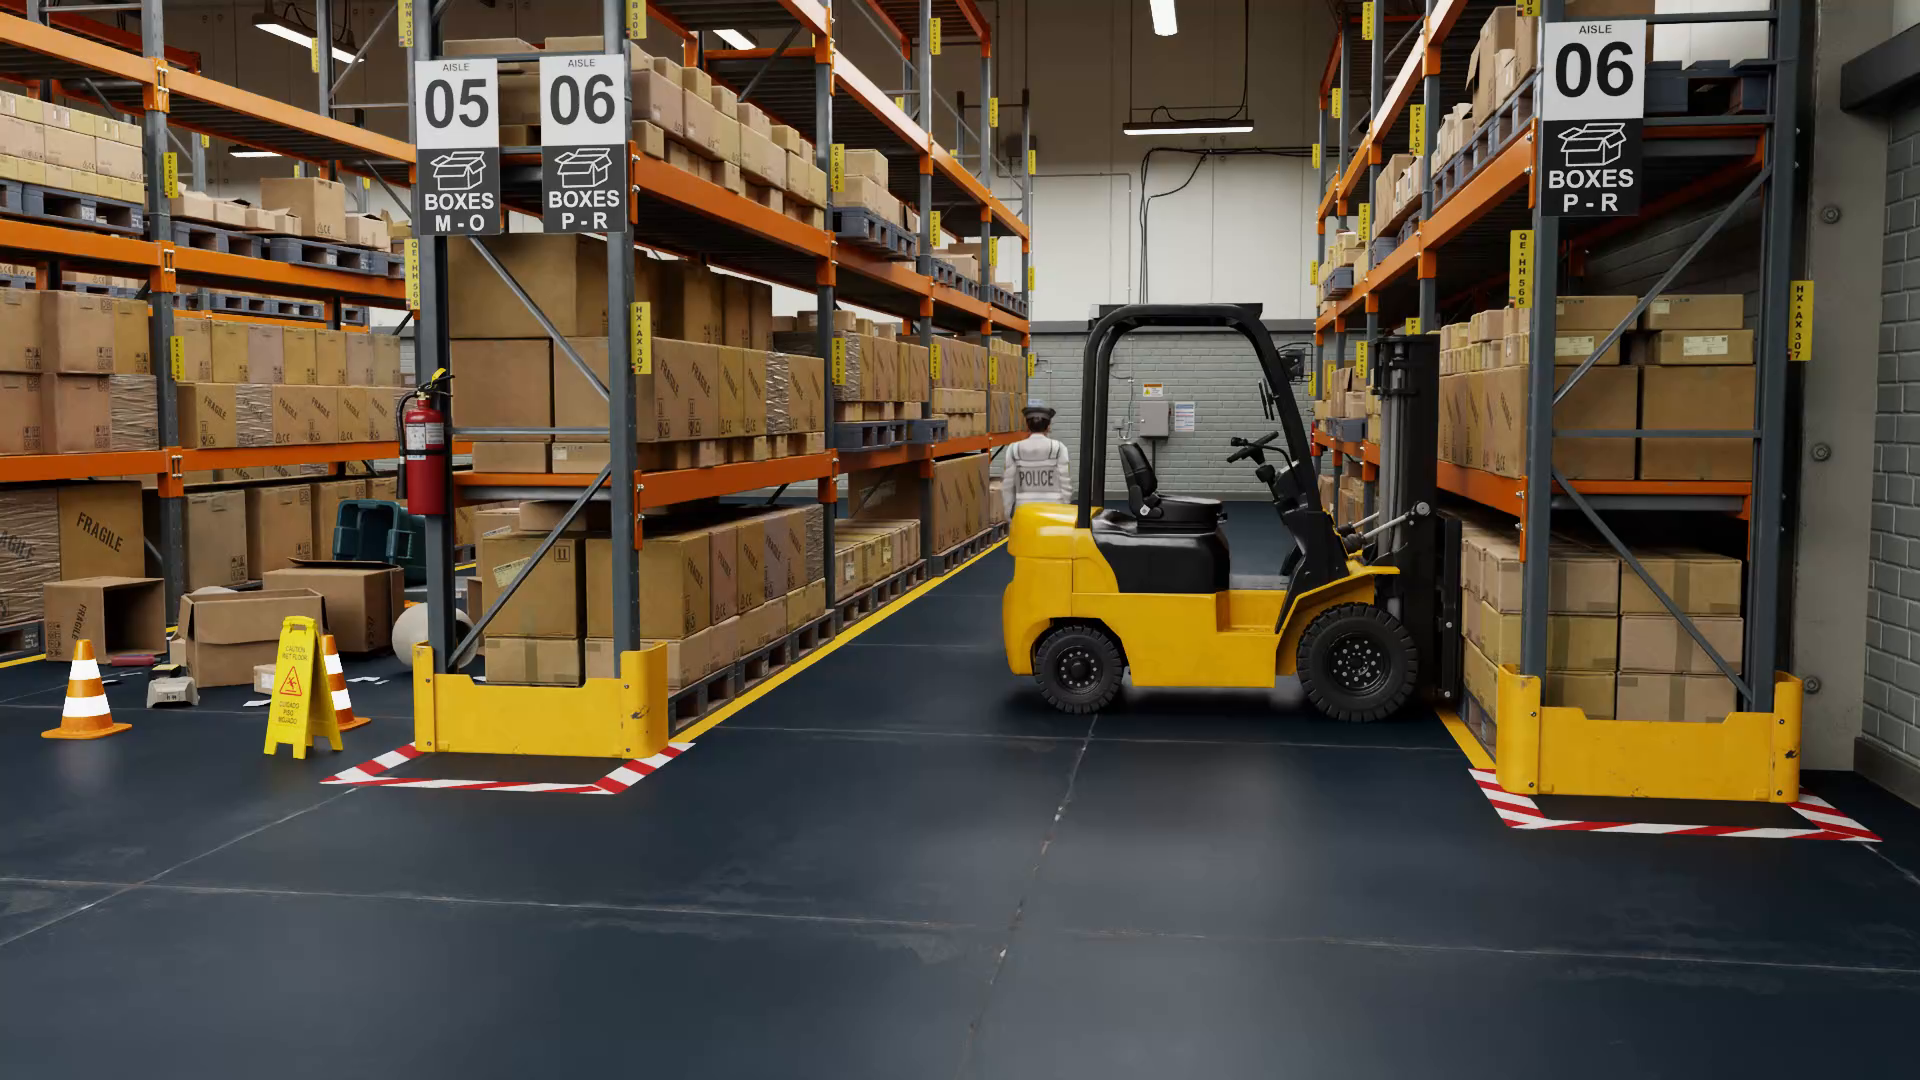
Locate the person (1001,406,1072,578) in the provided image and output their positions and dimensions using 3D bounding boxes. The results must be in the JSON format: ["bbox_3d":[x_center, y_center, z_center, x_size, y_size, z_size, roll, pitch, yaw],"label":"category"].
[{"bbox_3d":[0.533,-0.113,11.571,0.496,1.635,0.428,1,5,10],"label":"person"}]
